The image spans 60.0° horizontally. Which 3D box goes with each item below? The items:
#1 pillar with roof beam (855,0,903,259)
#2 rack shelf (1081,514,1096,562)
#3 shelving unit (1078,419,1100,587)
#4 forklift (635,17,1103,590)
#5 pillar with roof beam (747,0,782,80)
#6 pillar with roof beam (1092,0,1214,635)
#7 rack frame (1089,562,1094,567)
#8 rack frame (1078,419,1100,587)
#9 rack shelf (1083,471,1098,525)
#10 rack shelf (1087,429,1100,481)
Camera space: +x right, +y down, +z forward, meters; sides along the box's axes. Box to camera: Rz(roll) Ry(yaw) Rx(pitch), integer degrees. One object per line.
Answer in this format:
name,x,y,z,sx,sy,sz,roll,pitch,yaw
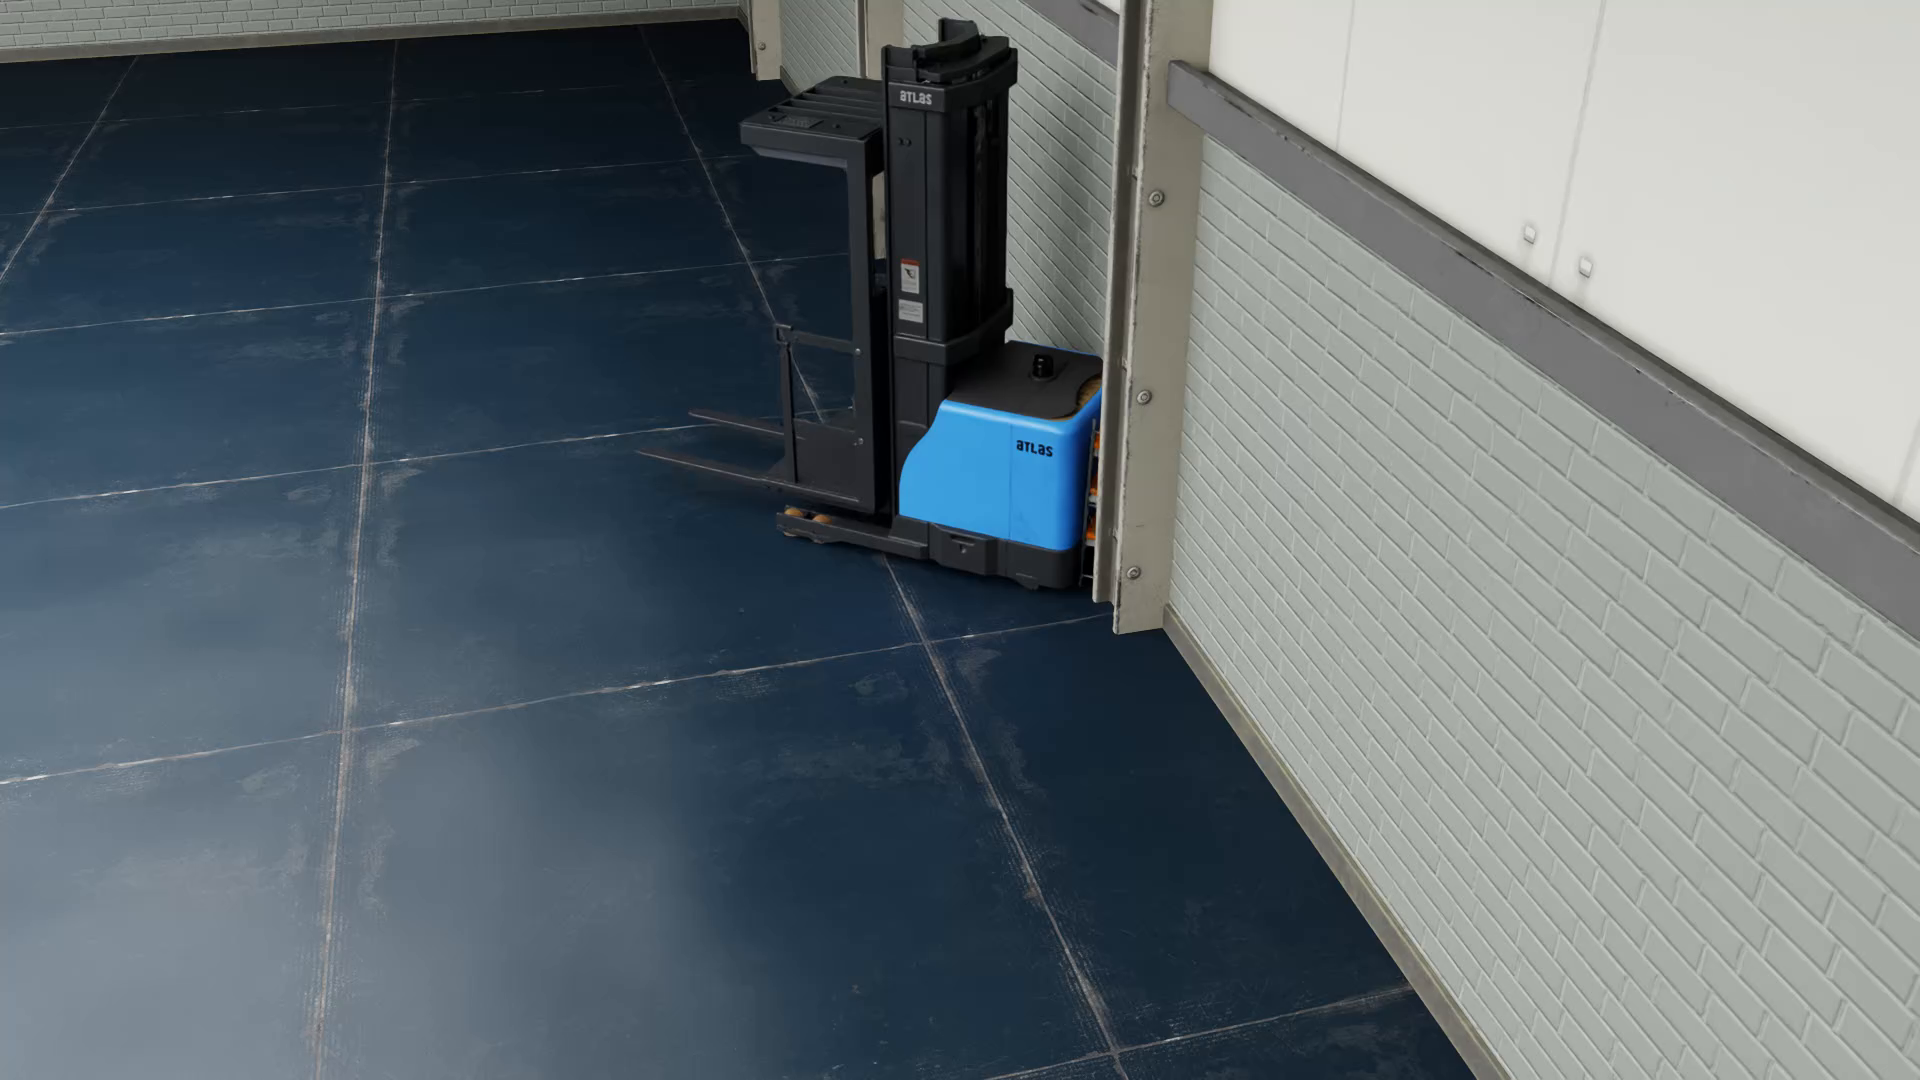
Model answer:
pillar with roof beam,-4.795,-5.819,11.052,9.100,9.000,0.400,-8,31,-13
rack shelf,0.819,0.017,9.458,0.215,0.259,0.240,11,31,15
shelving unit,0.831,-0.234,9.317,0.215,1.050,0.252,11,31,15
forklift,-0.544,-1.472,9.598,3.031,2.935,1.130,13,33,21
pillar with roof beam,-6.388,-8.717,16.059,9.100,9.000,0.400,-8,31,-13
pillar with roof beam,-3.203,-2.921,6.045,9.100,9.000,0.400,-8,31,-13
rack frame,0.870,-0.289,9.418,0.200,1.050,0.008,11,31,15
rack frame,0.792,-0.178,9.215,0.200,1.050,0.008,11,31,15
rack shelf,0.831,-0.224,9.322,0.215,0.259,0.240,11,31,15
rack shelf,0.843,-0.471,9.182,0.215,0.259,0.240,11,31,15
